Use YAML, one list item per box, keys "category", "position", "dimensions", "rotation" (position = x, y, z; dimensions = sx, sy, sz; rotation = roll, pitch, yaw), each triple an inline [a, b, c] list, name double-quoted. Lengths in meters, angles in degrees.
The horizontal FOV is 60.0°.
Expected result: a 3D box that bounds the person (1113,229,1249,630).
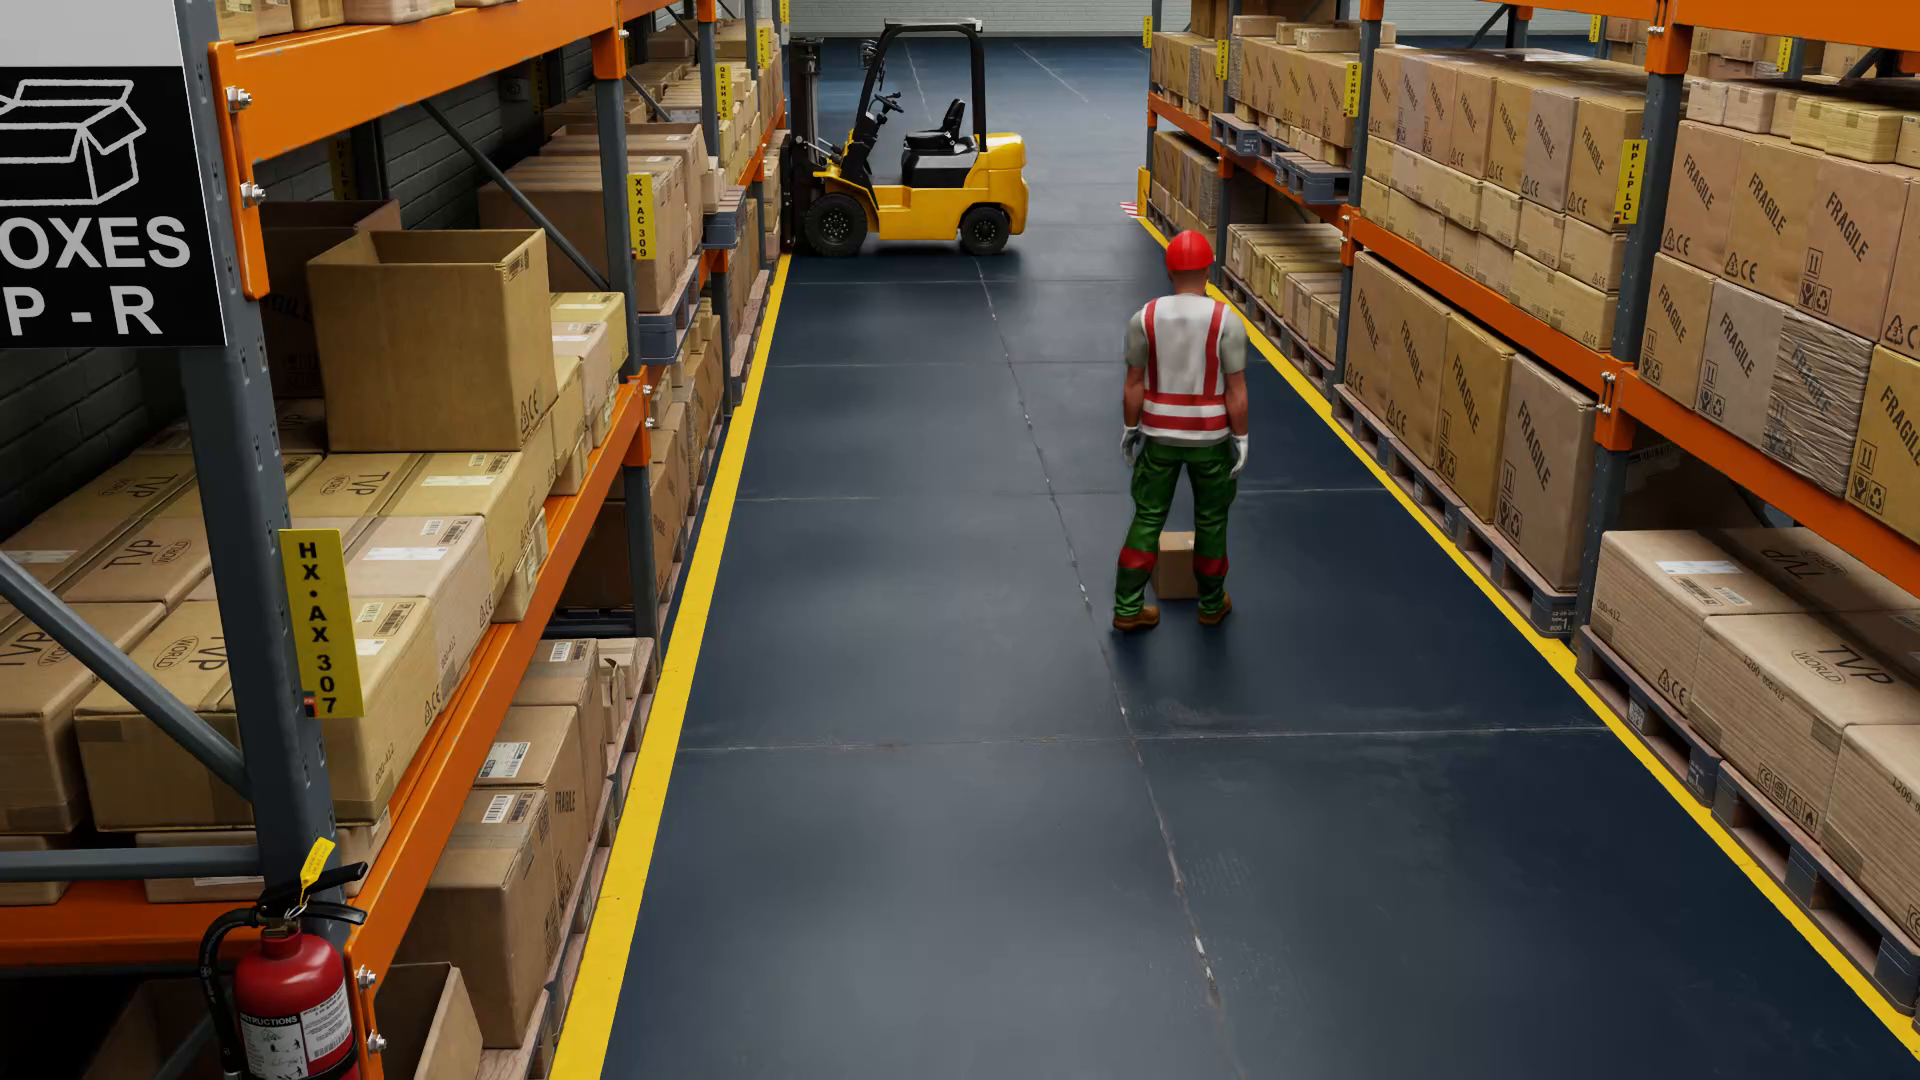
- category: "person"
  position: [0.999, -0.469, 7.302]
  dimensions: [0.566, 1.793, 0.555]
  rotation: [7, 21, 18]
